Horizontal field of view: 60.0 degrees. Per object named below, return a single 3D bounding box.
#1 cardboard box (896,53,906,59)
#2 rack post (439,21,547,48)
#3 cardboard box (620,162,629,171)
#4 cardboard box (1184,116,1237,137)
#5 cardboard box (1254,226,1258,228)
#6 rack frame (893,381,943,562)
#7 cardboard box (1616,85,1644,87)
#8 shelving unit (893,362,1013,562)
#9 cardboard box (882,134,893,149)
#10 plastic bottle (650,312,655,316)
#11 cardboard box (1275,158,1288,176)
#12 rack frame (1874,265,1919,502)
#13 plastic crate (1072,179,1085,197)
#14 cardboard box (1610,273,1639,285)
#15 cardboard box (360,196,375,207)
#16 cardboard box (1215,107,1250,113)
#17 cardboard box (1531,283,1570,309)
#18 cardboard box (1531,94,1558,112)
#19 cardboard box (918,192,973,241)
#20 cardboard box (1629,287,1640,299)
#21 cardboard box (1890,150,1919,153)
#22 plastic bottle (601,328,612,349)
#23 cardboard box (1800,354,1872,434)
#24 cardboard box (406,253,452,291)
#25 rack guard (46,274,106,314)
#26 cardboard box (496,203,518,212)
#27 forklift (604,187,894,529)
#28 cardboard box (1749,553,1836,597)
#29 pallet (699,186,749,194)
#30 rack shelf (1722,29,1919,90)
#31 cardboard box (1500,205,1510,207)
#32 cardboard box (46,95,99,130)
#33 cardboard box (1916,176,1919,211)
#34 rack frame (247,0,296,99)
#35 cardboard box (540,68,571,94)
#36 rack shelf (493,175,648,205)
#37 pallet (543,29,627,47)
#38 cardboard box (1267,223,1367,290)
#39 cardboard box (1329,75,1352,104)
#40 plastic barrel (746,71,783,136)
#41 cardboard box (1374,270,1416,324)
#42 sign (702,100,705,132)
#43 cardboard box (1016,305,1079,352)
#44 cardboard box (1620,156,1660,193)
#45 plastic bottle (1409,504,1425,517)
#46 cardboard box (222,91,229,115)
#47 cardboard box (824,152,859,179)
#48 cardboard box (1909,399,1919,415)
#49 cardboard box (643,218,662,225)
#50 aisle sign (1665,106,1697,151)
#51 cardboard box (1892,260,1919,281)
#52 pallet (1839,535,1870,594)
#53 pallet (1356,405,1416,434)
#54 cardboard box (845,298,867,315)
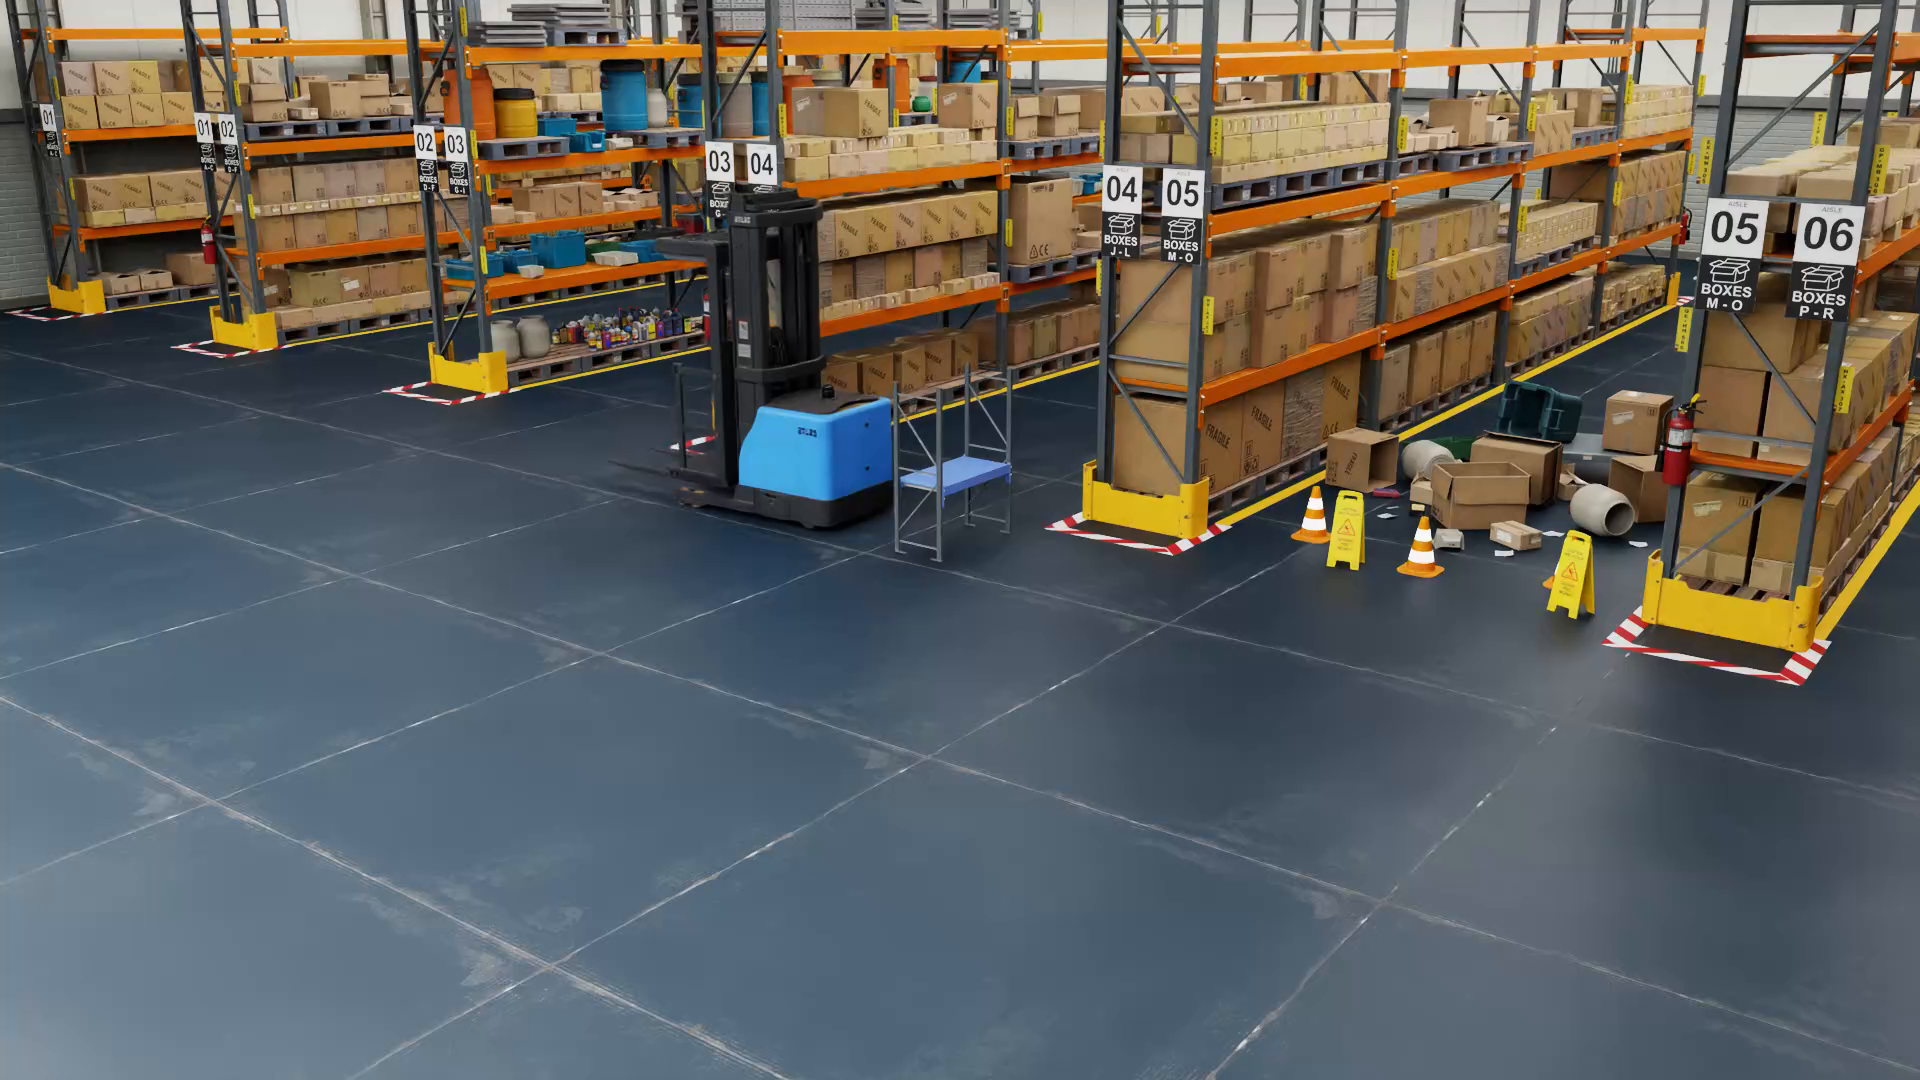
[{"bbox_3d":[-1.521,-9.635,33.801,0.700,0.500,0.500,12,21,35],"label":"cardboard box"},{"bbox_3d":[-5.655,-6.142,20.191,0.937,0.300,0.954,15,23,40],"label":"rack post"},{"bbox_3d":[-7.086,-8.011,34.780,0.500,0.500,0.500,12,21,34],"label":"cardboard box"},{"bbox_3d":[2.148,-3.547,14.252,0.380,0.149,0.250,13,21,35],"label":"cardboard box"},{"bbox_3d":[4.255,-4.987,25.575,0.500,0.500,0.500,12,21,34],"label":"cardboard box"},{"bbox_3d":[-0.354,-0.575,14.066,0.500,1.500,0.032,12,21,35],"label":"rack frame"},{"bbox_3d":[10.464,-7.037,26.025,0.380,0.149,0.250,12,21,35],"label":"cardboard box"},{"bbox_3d":[-0.051,-0.696,14.456,0.538,1.500,1.048,12,21,35],"label":"shelving unit"},{"bbox_3d":[-0.966,-4.430,18.474,0.380,0.149,0.250,12,21,34],"label":"cardboard box"},{"bbox_3d":[-4.426,-3.162,23.844,0.097,0.201,0.097,0,17,0],"label":"plastic bottle"},{"bbox_3d":[2.757,-3.408,15.151,0.380,0.149,0.250,13,21,35],"label":"cardboard box"},{"bbox_3d":[8.113,-1.684,15.109,1.000,3.000,0.127,12,21,35],"label":"rack frame"},{"bbox_3d":[2.000,-6.519,30.777,0.437,0.282,0.530,12,21,35],"label":"plastic crate"},{"bbox_3d":[10.300,-4.044,25.804,0.380,0.149,0.250,12,21,33],"label":"cardboard box"},{"bbox_3d":[-8.860,-5.013,24.566,0.380,0.149,0.250,13,21,35],"label":"cardboard box"},{"bbox_3d":[2.531,-4.027,15.799,0.380,0.149,0.250,13,21,35],"label":"cardboard box"},{"bbox_3d":[7.982,-3.335,22.666,0.500,0.250,0.500,11,21,32],"label":"cardboard box"},{"bbox_3d":[7.350,-5.571,21.110,0.396,0.266,0.258,12,21,35],"label":"cardboard box"},{"bbox_3d":[-0.190,-3.828,19.655,0.500,0.500,0.500,12,21,35],"label":"cardboard box"},{"bbox_3d":[10.226,-3.820,25.584,0.380,0.149,0.250,13,21,35],"label":"cardboard box"},{"bbox_3d":[8.006,-3.188,13.973,0.380,0.149,0.250,12,21,33],"label":"cardboard box"},{"bbox_3d":[-4.727,-2.698,22.213,0.061,0.283,0.133,13,21,36],"label":"plastic bottle"},{"bbox_3d":[6.540,-1.109,12.587,0.500,0.500,0.500,13,22,36],"label":"cardboard box"},{"bbox_3d":[-8.208,-4.166,25.766,0.500,0.500,0.500,12,21,35],"label":"cardboard box"},{"bbox_3d":[-14.118,-3.933,26.565,1.175,0.500,0.348,12,21,35],"label":"rack guard"},{"bbox_3d":[-7.423,-5.364,27.187,0.396,0.266,0.258,12,21,33],"label":"cardboard box"},{"bbox_3d":[-2.120,-1.818,15.656,3.031,2.935,1.130,12,21,33],"label":"forklift"},{"bbox_3d":[6.432,0.238,12.848,0.500,0.250,0.500,12,21,34],"label":"cardboard box"},{"bbox_3d":[-4.262,-6.512,30.979,1.003,0.211,1.213,12,21,35],"label":"pallet"},{"bbox_3d":[6.921,-3.728,12.793,1.077,0.370,4.000,12,21,35],"label":"rack shelf"},{"bbox_3d":[7.621,-4.544,23.031,0.380,0.149,0.250,12,21,34],"label":"cardboard box"},{"bbox_3d":[-13.764,-6.634,25.788,0.500,0.500,0.500,13,22,36],"label":"cardboard box"},{"bbox_3d":[7.450,-2.795,13.380,0.500,0.250,0.500,12,21,34],"label":"cardboard box"},{"bbox_3d":[-11.780,-8.926,28.314,1.000,3.000,0.127,12,21,35],"label":"rack frame"},{"bbox_3d":[-8.256,-9.215,33.391,0.700,0.500,0.500,12,21,35],"label":"cardboard box"},{"bbox_3d":[-8.205,-7.147,33.913,1.077,0.370,4.000,12,21,35],"label":"rack shelf"},{"bbox_3d":[-5.019,-6.401,21.176,1.003,0.211,1.213,12,21,35],"label":"pallet"},{"bbox_3d":[3.595,-2.889,16.915,0.875,0.550,0.550,12,21,35],"label":"cardboard box"},{"bbox_3d":[6.088,-7.493,27.712,0.700,0.500,0.500,14,22,37],"label":"cardboard box"},{"bbox_3d":[-2.916,-6.453,24.564,0.600,0.901,0.708,12,21,35],"label":"plastic barrel"},{"bbox_3d":[4.606,-2.660,18.084,0.500,0.500,0.500,13,21,35],"label":"cardboard box"},{"bbox_3d":[-2.663,-4.441,17.435,0.100,0.325,0.005,12,21,35],"label":"sign"},{"bbox_3d":[1.169,-2.838,22.297,0.700,0.500,0.500,10,20,30],"label":"cardboard box"},{"bbox_3d":[10.237,-5.535,25.152,0.500,0.500,0.500,12,21,33],"label":"cardboard box"},{"bbox_3d":[4.281,-0.287,15.564,0.133,0.061,0.283,5,18,16],"label":"plastic bottle"},{"bbox_3d":[-12.194,-7.269,27.833,0.500,0.500,0.500,10,20,30],"label":"cardboard box"},{"bbox_3d":[-1.433,-4.037,17.879,0.500,0.250,0.500,12,21,33],"label":"cardboard box"},{"bbox_3d":[9.718,-1.272,17.506,0.950,0.372,0.625,12,21,34],"label":"cardboard box"},{"bbox_3d":[-6.486,-7.133,36.164,0.700,0.500,0.500,13,21,35],"label":"cardboard box"},{"bbox_3d":[11.511,-6.599,26.552,0.394,0.787,0.004,12,21,35],"label":"aisle sign"},{"bbox_3d":[8.677,-2.434,15.051,0.380,0.149,0.250,12,21,34],"label":"cardboard box"},{"bbox_3d":[7.014,0.106,14.048,1.003,0.211,1.213,12,21,35],"label":"pallet"},{"bbox_3d":[4.476,-1.400,18.897,1.003,0.211,1.213,12,21,35],"label":"pallet"},{"bbox_3d":[-1.256,-2.623,18.556,0.380,0.149,0.250,12,21,35],"label":"cardboard box"}]
